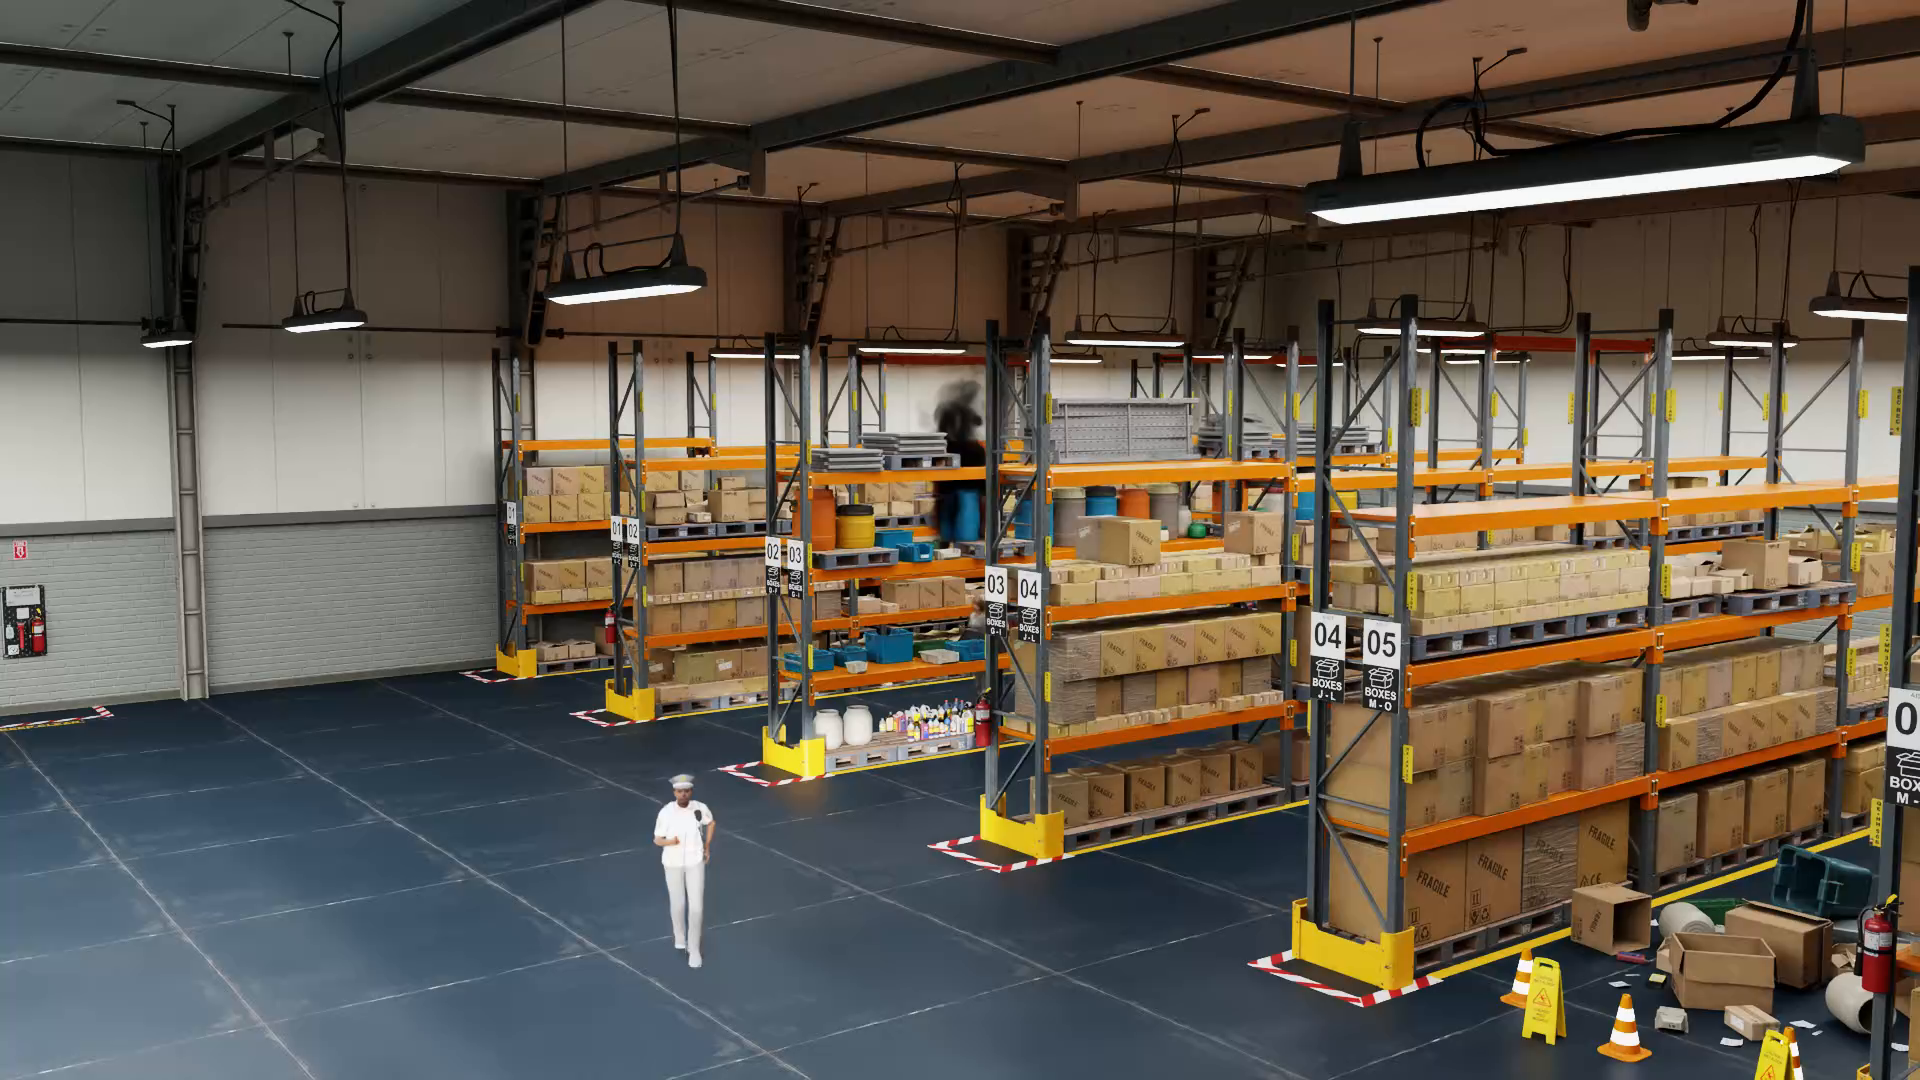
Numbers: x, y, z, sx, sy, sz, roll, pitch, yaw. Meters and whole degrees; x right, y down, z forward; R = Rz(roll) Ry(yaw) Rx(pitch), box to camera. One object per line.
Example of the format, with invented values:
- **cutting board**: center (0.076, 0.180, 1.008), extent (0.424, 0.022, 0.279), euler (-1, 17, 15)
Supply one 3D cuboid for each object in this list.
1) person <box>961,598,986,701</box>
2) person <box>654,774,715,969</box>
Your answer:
- **person**: center (0.290, 1.782, 26.641), extent (0.633, 1.603, 0.517), euler (-4, 7, -40)
- **person**: center (-2.507, 2.992, 15.167), extent (0.556, 1.756, 0.714), euler (-1, 5, -9)
